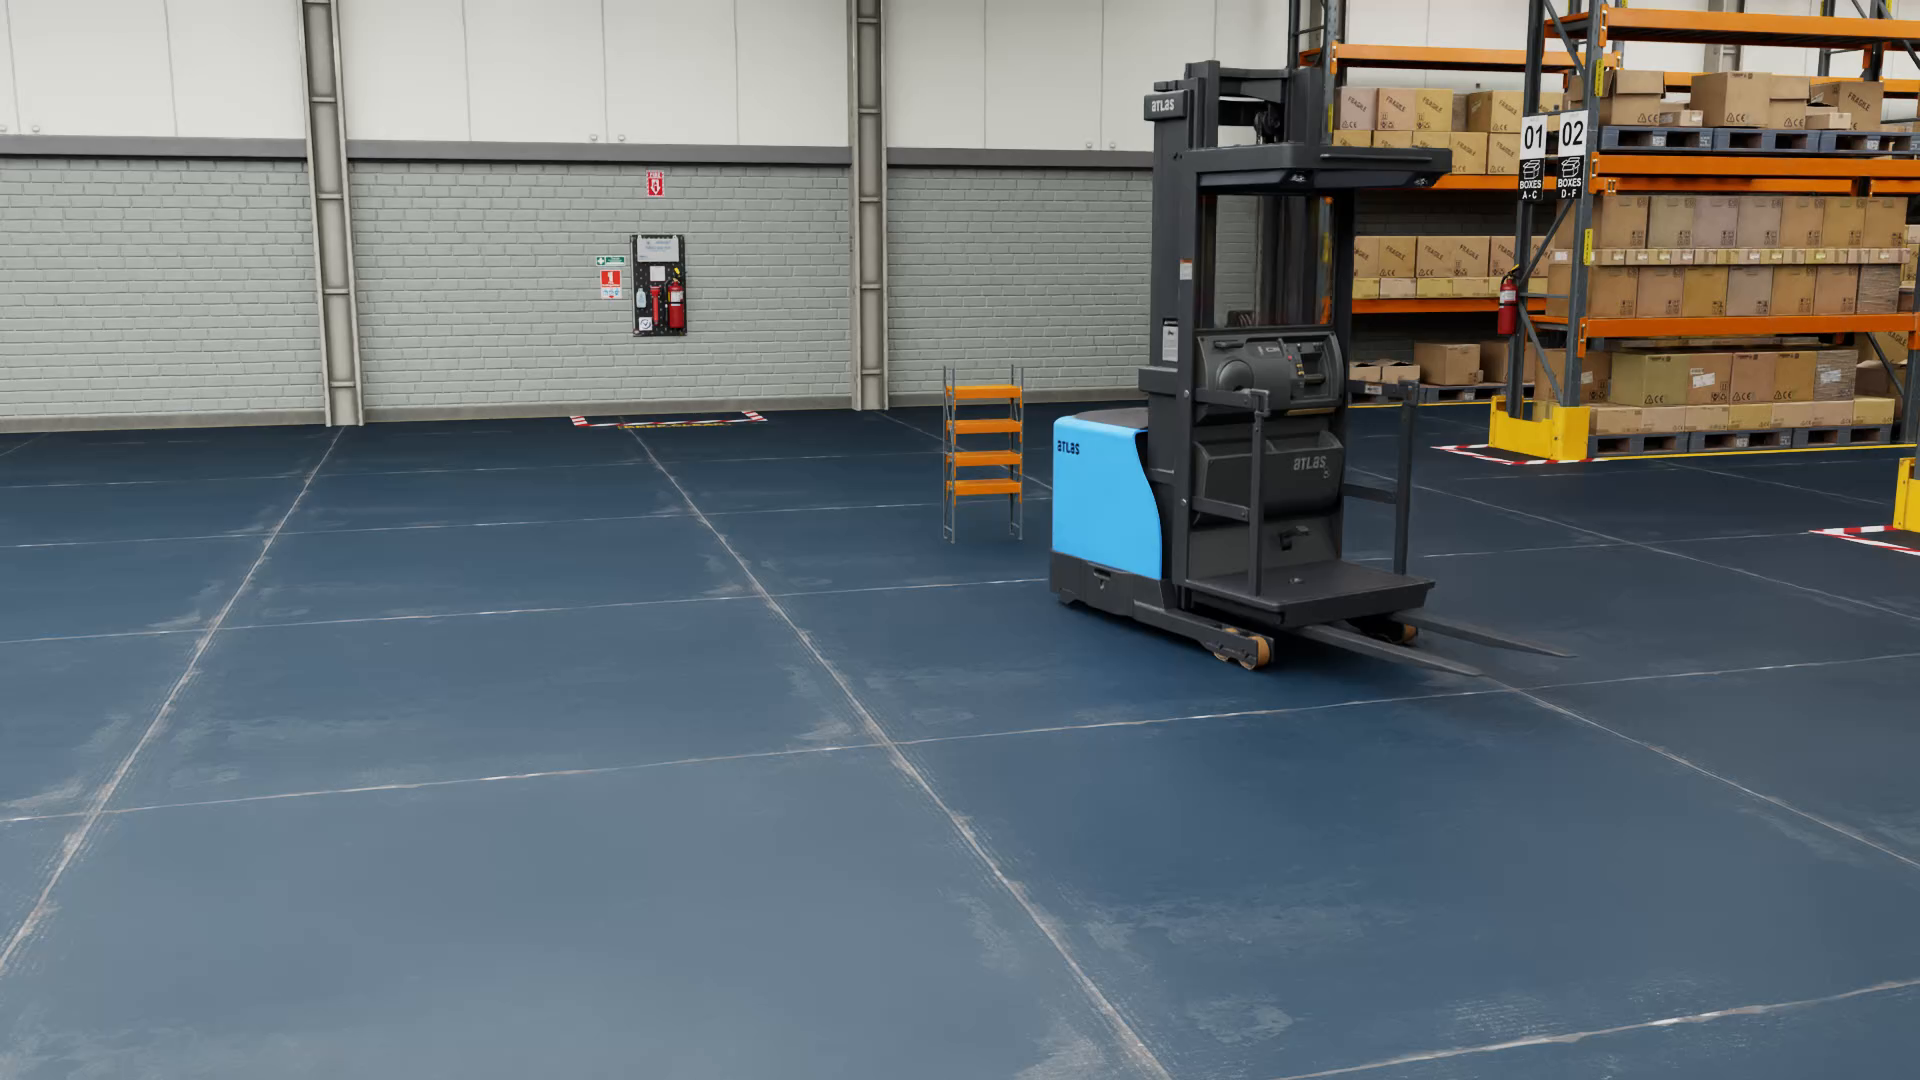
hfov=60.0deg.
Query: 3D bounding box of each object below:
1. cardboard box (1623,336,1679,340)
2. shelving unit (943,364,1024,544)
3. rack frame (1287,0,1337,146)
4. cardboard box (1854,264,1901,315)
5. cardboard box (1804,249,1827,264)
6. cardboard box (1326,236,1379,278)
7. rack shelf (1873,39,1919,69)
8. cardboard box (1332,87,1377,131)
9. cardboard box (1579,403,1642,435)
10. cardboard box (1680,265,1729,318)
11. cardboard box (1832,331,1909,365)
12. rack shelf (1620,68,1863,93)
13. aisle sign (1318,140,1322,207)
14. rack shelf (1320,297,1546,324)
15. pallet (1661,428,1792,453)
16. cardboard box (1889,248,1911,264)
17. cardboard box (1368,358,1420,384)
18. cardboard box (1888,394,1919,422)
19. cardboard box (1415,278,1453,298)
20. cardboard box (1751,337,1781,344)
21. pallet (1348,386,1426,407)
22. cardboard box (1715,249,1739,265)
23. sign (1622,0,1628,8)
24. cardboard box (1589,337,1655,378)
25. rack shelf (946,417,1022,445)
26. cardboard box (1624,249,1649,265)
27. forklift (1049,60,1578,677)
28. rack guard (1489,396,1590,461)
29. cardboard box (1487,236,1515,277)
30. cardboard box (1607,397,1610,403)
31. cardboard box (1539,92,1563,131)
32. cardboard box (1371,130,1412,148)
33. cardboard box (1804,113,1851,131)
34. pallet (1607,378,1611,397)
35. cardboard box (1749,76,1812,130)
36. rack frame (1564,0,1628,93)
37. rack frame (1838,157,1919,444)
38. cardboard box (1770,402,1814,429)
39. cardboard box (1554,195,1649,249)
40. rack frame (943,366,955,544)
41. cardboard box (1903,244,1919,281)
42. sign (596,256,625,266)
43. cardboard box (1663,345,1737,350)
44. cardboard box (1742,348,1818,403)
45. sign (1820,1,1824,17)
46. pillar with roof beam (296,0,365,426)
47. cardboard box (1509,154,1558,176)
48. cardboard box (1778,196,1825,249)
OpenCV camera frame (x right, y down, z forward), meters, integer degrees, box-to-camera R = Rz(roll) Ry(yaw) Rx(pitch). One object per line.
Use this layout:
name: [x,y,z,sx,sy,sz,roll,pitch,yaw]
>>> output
cardboard box: [9.201,-2.809,22.138,0.500,0.250,0.500,-3,11,-17]
shelving unit: [0.159,-0.598,11.483,0.503,1.200,0.258,-3,11,-16]
rack frame: [4.236,-6.138,20.034,0.127,3.000,1.000,-3,11,-16]
cardboard box: [9.041,-2.555,16.863,0.500,0.500,0.700,-3,11,-17]
cardboard box: [8.286,-2.795,16.378,0.250,0.149,0.380,-3,11,-16]
cardboard box: [4.779,-3.465,20.369,0.500,0.500,0.500,-3,11,-16]
rack shelf: [11.385,-5.030,17.108,4.000,0.370,1.077,-3,11,-16]
cardboard box: [4.674,-5.191,20.081,0.500,0.500,0.500,-4,11,-20]
cardboard box: [6.202,-1.170,16.049,0.500,0.250,0.500,-3,11,-16]
cardboard box: [7.058,-2.449,16.288,0.500,0.500,0.700,-3,11,-16]
cardboard box: [12.660,-2.756,23.011,0.750,0.750,0.750,-3,11,-17]
rack shelf: [9.997,-5.891,21.785,4.000,0.370,1.077,-3,11,-16]
aisle sign: [4.251,-4.410,20.039,0.004,0.787,0.394,-3,11,-16]
rack shelf: [6.157,-2.935,21.192,4.000,0.370,1.077,-3,11,-16]
pallet: [7.516,-1.063,16.735,1.213,0.211,1.003,-3,11,-16]
cardboard box: [9.264,-2.846,16.656,0.250,0.149,0.380,-3,11,-16]
cardboard box: [5.473,-2.130,21.043,0.500,0.311,0.500,-2,11,-11]
cardboard box: [9.922,-1.361,17.088,0.500,0.250,0.500,-3,11,-17]
cardboard box: [5.779,-3.147,20.714,0.500,0.250,0.500,-3,11,-17]
cardboard box: [10.714,-2.528,22.684,0.500,0.500,0.700,-3,11,-16]
pallet: [5.099,-1.855,21.041,1.213,0.211,1.003,-3,11,-16]
cardboard box: [7.298,-2.743,16.094,0.250,0.149,0.380,-3,11,-17]
sign: [8.211,-6.744,20.525,0.005,0.325,0.100,-3,11,-16]
cardboard box: [8.779,-2.417,22.082,0.500,0.500,0.700,-3,11,-14]
rack shelf: [0.159,-0.752,11.455,0.480,0.148,0.258,-3,11,-16]
cardboard box: [6.314,-2.691,15.813,0.250,0.149,0.380,-3,11,-17]
forklift: [1.713,-0.905,8.368,1.130,2.935,3.031,-6,12,-31]
rack guard: [5.602,-1.096,16.121,0.348,0.500,1.175,-3,11,-16]
cardboard box: [6.745,-3.568,20.928,0.500,0.500,0.500,-3,11,-18]
cardboard box: [6.534,-1.287,16.687,0.500,0.250,0.500,-3,11,-16]
cardboard box: [7.146,-5.314,20.749,0.500,0.500,0.500,-2,11,-13]
cardboard box: [5.153,-4.716,20.265,0.500,0.500,0.500,-2,11,-12]
cardboard box: [8.383,-4.048,16.111,0.250,0.149,0.380,-3,11,-16]
pallet: [8.824,-2.058,22.145,1.213,0.211,1.003,-3,11,-16]
cardboard box: [7.849,-4.269,16.335,0.637,0.503,0.797,-2,11,-10]
rack frame: [8.077,-6.341,21.134,0.127,3.000,1.000,-3,11,-16]
rack frame: [9.465,-2.529,17.000,0.127,3.000,1.000,-3,11,-16]
cardboard box: [8.122,-1.271,16.598,0.500,0.250,0.500,-3,11,-16]
cardboard box: [6.127,-3.038,15.905,0.500,0.500,0.700,-3,11,-16]
rack frame: [-0.075,-0.586,11.416,0.015,1.200,0.240,-3,11,-16]
cardboard box: [12.961,-3.803,22.766,0.500,0.500,0.500,-3,11,-14]
sign: [-4.030,-3.218,19.181,0.331,0.109,0.001,-3,11,-16]
cardboard box: [7.493,-1.707,16.897,0.500,0.500,0.500,-3,11,-16]
cardboard box: [8.119,-1.642,16.542,0.500,0.500,0.500,-3,11,-16]
sign: [11.759,-7.177,22.658,0.005,0.325,0.100,-3,11,-16]
pillar with roof beam: [-5.652,-4.968,13.680,0.400,9.000,9.100,-3,11,-16]
cardboard box: [7.172,-4.833,20.895,0.500,0.500,0.500,-4,11,-21]
cardboard box: [8.075,-3.142,16.469,0.500,0.500,0.700,-3,11,-16]
